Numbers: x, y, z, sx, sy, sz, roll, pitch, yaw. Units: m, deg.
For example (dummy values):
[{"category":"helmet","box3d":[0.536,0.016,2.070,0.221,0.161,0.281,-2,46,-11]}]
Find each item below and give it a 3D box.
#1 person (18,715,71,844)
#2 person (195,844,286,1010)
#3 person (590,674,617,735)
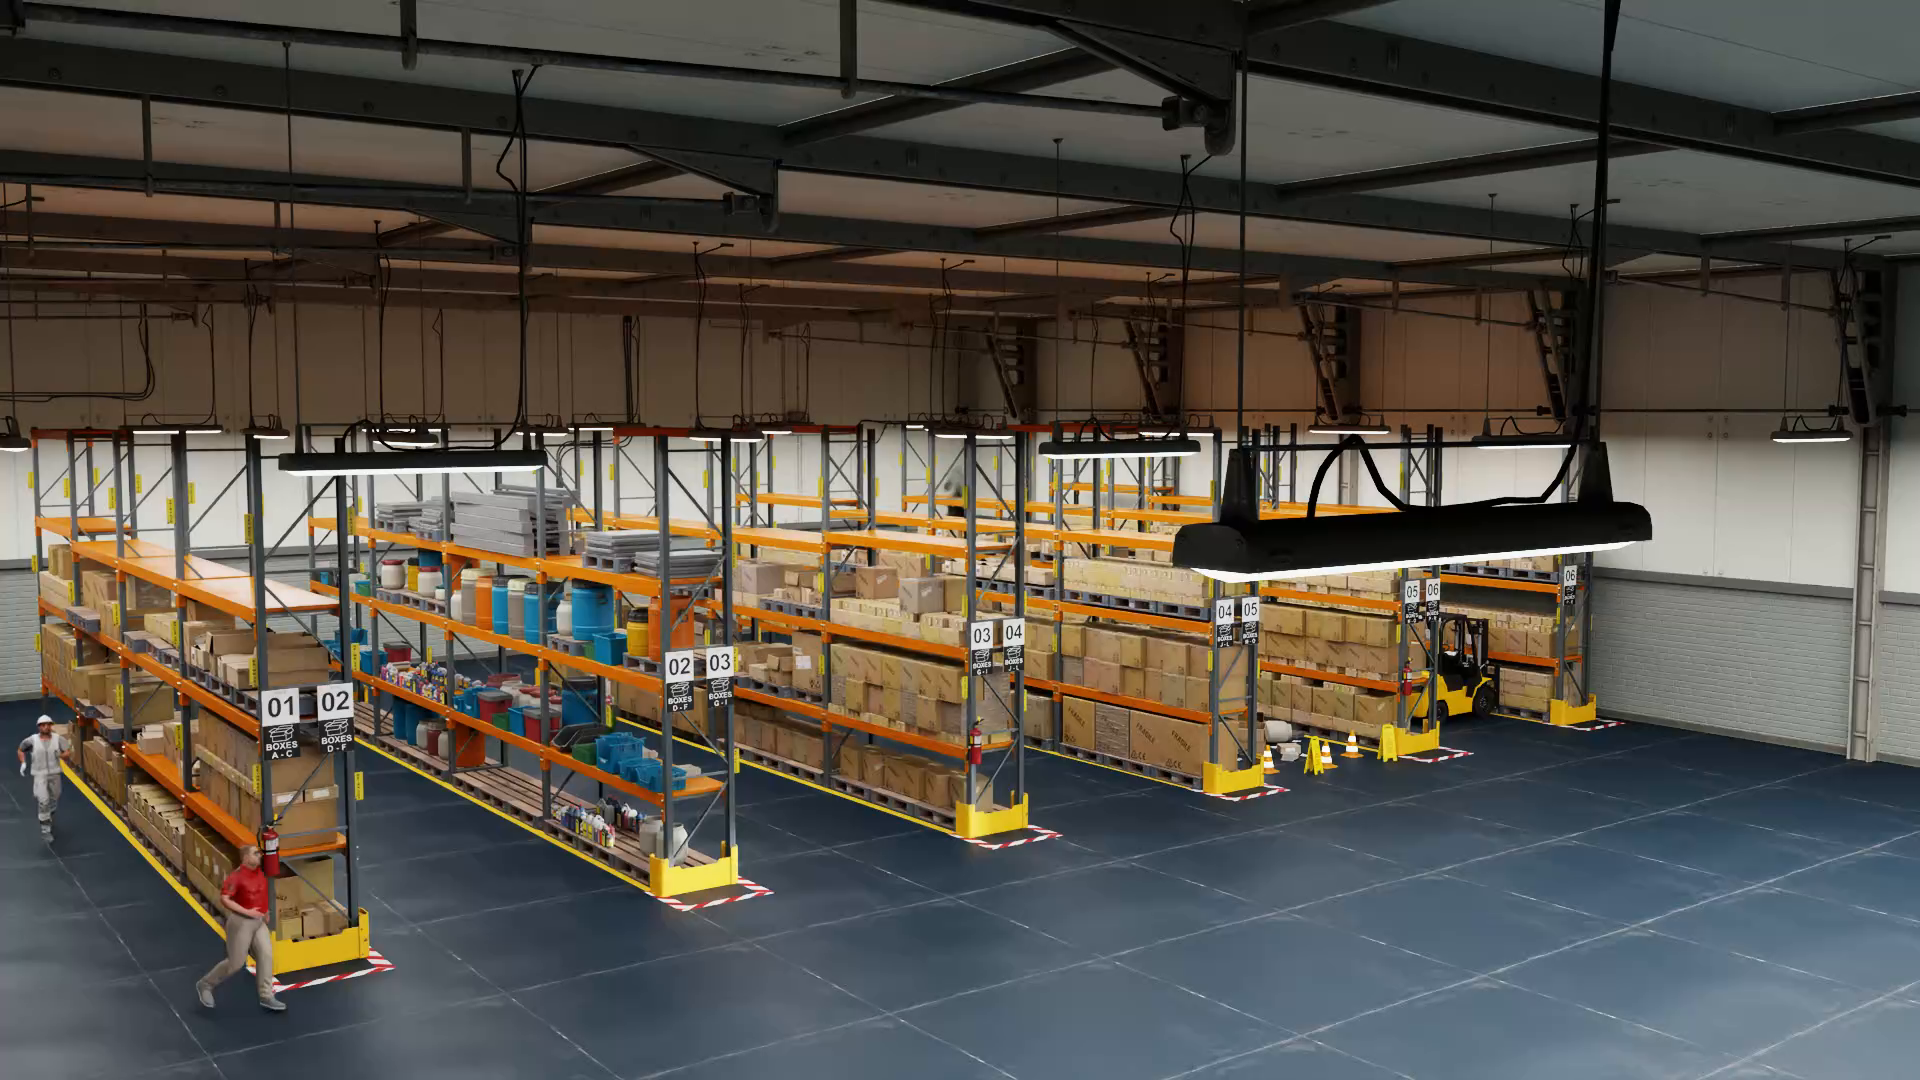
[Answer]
[{"category":"person","box3d":[-13.479,3.489,24.534,0.655,1.817,0.910,-4,6,-41]},{"category":"person","box3d":[-7.540,4.087,17.665,0.974,1.695,0.735,1,5,12]},{"category":"person","box3d":[-6.524,3.057,30.166,0.766,1.836,0.635,4,6,44]}]
